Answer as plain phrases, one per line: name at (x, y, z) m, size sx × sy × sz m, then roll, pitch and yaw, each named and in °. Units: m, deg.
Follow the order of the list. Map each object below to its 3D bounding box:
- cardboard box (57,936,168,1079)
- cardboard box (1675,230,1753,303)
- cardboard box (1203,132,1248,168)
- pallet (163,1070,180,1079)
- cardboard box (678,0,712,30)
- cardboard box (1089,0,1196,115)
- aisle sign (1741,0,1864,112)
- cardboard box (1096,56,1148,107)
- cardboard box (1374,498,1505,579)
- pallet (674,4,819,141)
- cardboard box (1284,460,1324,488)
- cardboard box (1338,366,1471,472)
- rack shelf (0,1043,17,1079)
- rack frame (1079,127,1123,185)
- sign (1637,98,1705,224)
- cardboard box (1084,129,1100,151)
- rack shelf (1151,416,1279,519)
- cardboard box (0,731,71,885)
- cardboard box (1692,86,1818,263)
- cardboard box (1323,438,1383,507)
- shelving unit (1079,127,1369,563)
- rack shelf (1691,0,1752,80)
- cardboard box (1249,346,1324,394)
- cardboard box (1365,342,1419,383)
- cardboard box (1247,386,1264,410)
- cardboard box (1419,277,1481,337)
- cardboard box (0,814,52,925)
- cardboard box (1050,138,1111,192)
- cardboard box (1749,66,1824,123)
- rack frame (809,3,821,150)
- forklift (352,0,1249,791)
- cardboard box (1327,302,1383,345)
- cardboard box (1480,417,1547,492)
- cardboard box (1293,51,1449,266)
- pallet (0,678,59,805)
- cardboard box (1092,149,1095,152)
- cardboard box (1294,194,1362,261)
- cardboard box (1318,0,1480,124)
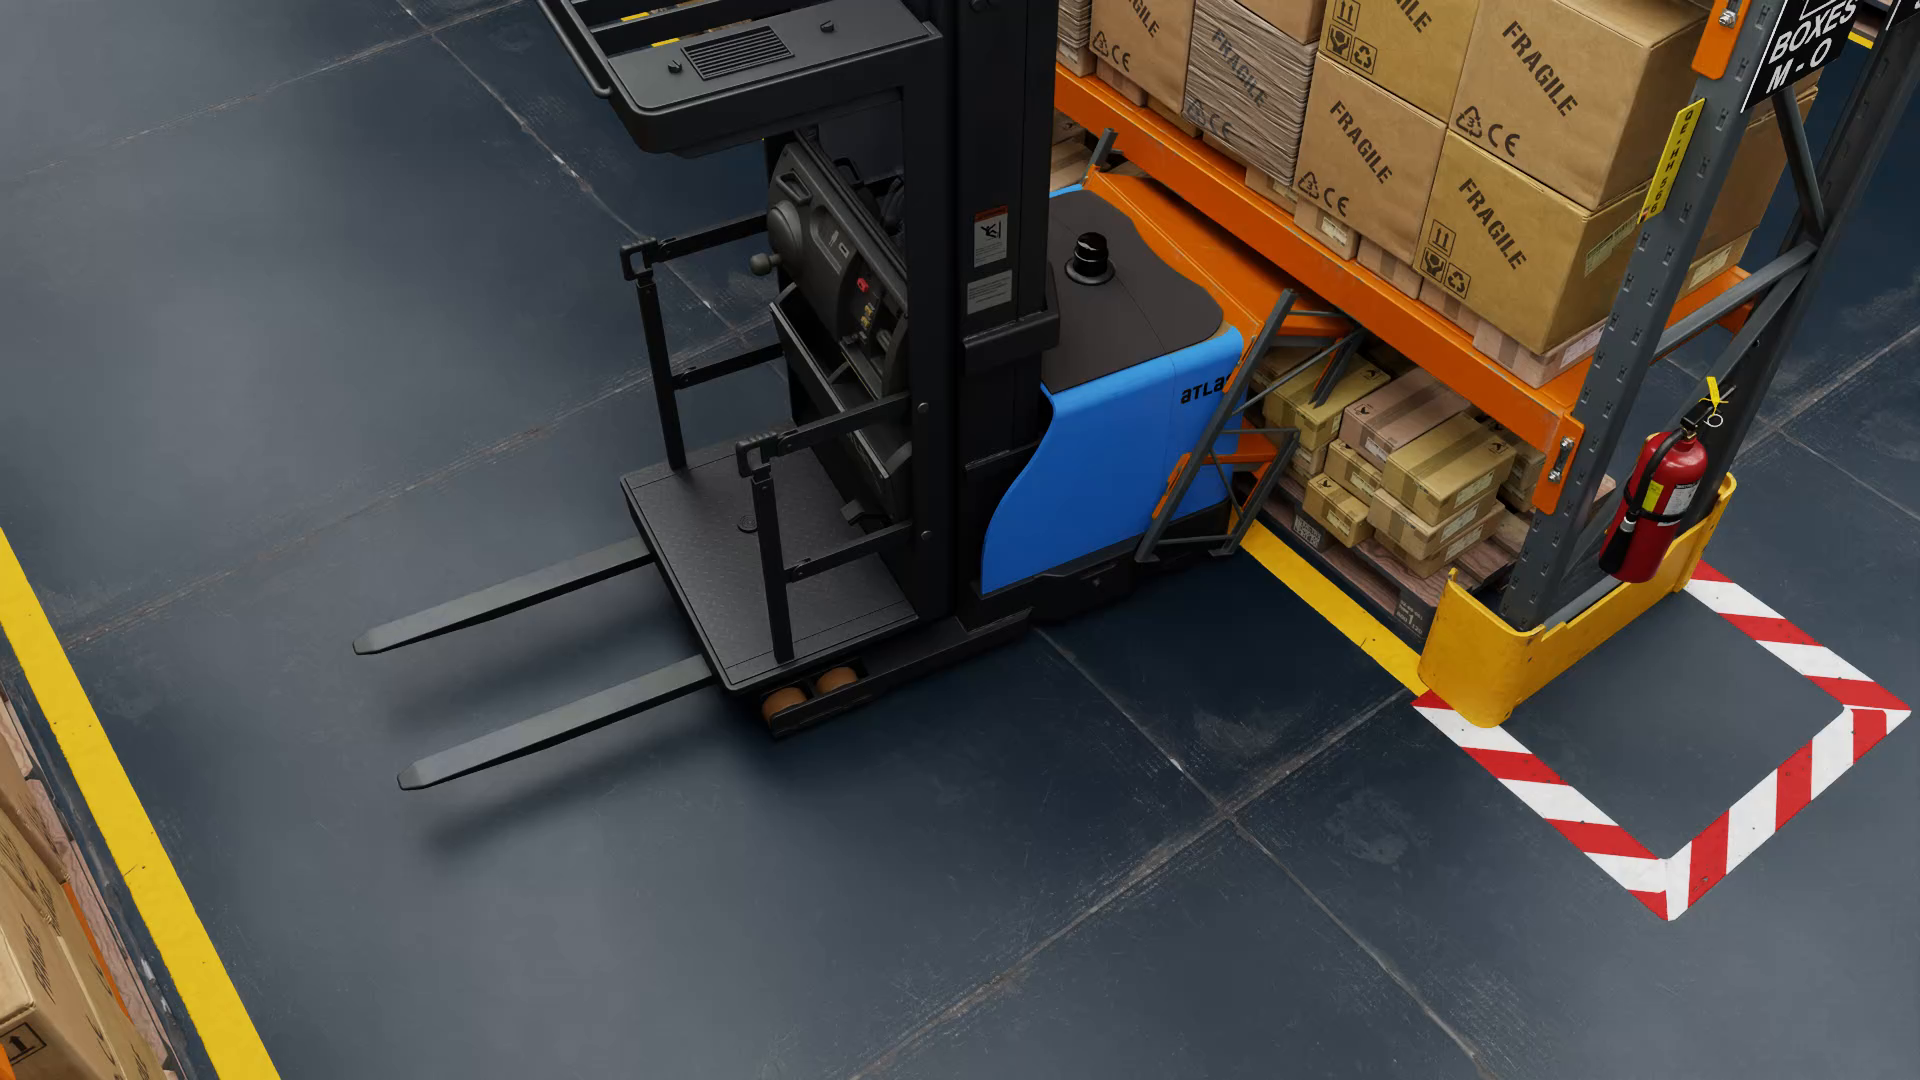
cardboard box at (-1.750, 1.170, 3.097) m, size 0.500 × 0.500 × 0.500 m, roll -30°, pitch 54°, yaw -24°
cardboard box at (2.256, -0.918, 5.227) m, size 0.380 × 0.149 × 0.250 m, roll -30°, pitch 54°, yaw -24°
cardboard box at (1.059, -1.444, 5.704) m, size 0.380 × 0.149 × 0.250 m, roll -32°, pitch 55°, yaw -25°
pallet at (-2.234, 2.116, 4.189) m, size 1.003 × 0.211 × 1.213 m, roll -29°, pitch 54°, yaw -24°
cardboard box at (-1.190, -2.950, 8.304) m, size 0.500 × 0.500 × 0.500 m, roll -31°, pitch 55°, yaw -25°
cardboard box at (0.798, -1.847, 5.631) m, size 0.500 × 0.500 × 0.500 m, roll -27°, pitch 53°, yaw -22°
aisle sign at (1.996, -1.360, 3.703) m, size 0.394 × 0.787 × 0.004 m, roll -29°, pitch 54°, yaw -24°
cardboard box at (0.715, -1.733, 5.966) m, size 0.380 × 0.149 × 0.250 m, roll -27°, pitch 53°, yaw -23°
cardboard box at (1.706, -0.065, 5.925) m, size 0.380 × 0.149 × 0.250 m, roll -29°, pitch 54°, yaw -23°
pallet at (-0.704, -2.545, 8.414) m, size 1.003 × 0.211 × 1.213 m, roll -29°, pitch 54°, yaw -24°
cardboard box at (1.379, -0.365, 6.197) m, size 0.380 × 0.149 × 0.250 m, roll -30°, pitch 54°, yaw -24°
cardboard box at (1.562, -0.420, 5.845) m, size 0.380 × 0.149 × 0.250 m, roll -28°, pitch 54°, yaw -23°
rack shelf at (-2.898, -0.329, 2.985) m, size 1.077 × 0.370 × 4.000 m, roll -29°, pitch 54°, yaw -24°
rack frame at (0.503, -1.026, 6.291) m, size 0.500 × 1.125 × 0.032 m, roll -4°, pitch 43°, yaw -39°
sign at (1.737, -0.922, 4.066) m, size 0.100 × 0.325 × 0.005 m, roll -29°, pitch 54°, yaw -24°
cardboard box at (0.629, -1.849, 7.141) m, size 0.380 × 0.149 × 0.250 m, roll -28°, pitch 54°, yaw -23°
rack shelf at (0.670, -0.512, 6.129) m, size 0.538 × 0.278 × 1.000 m, roll -4°, pitch 43°, yaw -39°
cardboard box at (-2.372, 0.577, 3.635) m, size 0.500 × 0.500 × 0.500 m, roll -30°, pitch 54°, yaw -24°
cardboard box at (2.139, -1.186, 5.033) m, size 0.500 × 0.500 × 0.500 m, roll -27°, pitch 53°, yaw -22°
cardboard box at (1.529, -0.309, 5.946) m, size 0.380 × 0.149 × 0.250 m, roll -31°, pitch 55°, yaw -25°
shelving unit at (0.761, -0.698, 6.000) m, size 0.538 × 1.125 × 1.048 m, roll -4°, pitch 43°, yaw -39°
rack shelf at (0.980, -2.609, 5.052) m, size 1.077 × 0.370 × 4.000 m, roll -29°, pitch 54°, yaw -24°
cardboard box at (1.198, -0.697, 6.096) m, size 0.380 × 0.149 × 0.250 m, roll -31°, pitch 55°, yaw -25°
cardboard box at (1.739, -0.663, 6.267) m, size 0.380 × 0.149 × 0.250 m, roll -29°, pitch 54°, yaw -24°
cardboard box at (1.247, -0.641, 6.247) m, size 0.380 × 0.149 × 0.250 m, roll -30°, pitch 54°, yaw -24°
cardboard box at (1.648, -0.809, 5.128) m, size 0.380 × 0.149 × 0.250 m, roll -29°, pitch 54°, yaw -24°
cardboard box at (-2.070, 0.534, 2.999) m, size 0.500 × 0.500 × 0.500 m, roll -31°, pitch 55°, yaw -25°
cardboard box at (0.390, -1.464, 6.792) m, size 0.380 × 0.149 × 0.250 m, roll -28°, pitch 54°, yaw -23°
cardboard box at (2.130, -1.517, 4.658) m, size 0.500 × 0.500 × 0.500 m, roll -30°, pitch 54°, yaw -24°
rack frame at (-0.231, -3.023, 6.966) m, size 1.000 × 3.000 × 0.127 m, roll -29°, pitch 54°, yaw -24°
forklift at (-0.559, -0.775, 4.974) m, size 3.031 × 2.935 × 1.130 m, roll -21°, pitch 51°, yaw -18°
cardboard box at (1.615, -0.933, 6.310) m, size 0.380 × 0.149 × 0.250 m, roll -32°, pitch 55°, yaw -26°
cardboard box at (2.078, -0.372, 6.002) m, size 0.380 × 0.149 × 0.250 m, roll -27°, pitch 53°, yaw -23°
cardboard box at (1.406, -1.253, 5.093) m, size 0.500 × 0.500 × 0.500 m, roll -30°, pitch 55°, yaw -25°
pallet at (-3.711, 0.677, 5.493) m, size 1.003 × 0.211 × 1.213 m, roll -29°, pitch 54°, yaw -24°
cardboard box at (0.637, -1.767, 7.267) m, size 0.380 × 0.149 × 0.250 m, roll -29°, pitch 54°, yaw -24°
cardboard box at (1.311, -1.090, 5.383) m, size 0.380 × 0.149 × 0.250 m, roll -28°, pitch 54°, yaw -23°
cardboard box at (1.409, -1.591, 4.724) m, size 0.500 × 0.500 × 0.500 m, roll -31°, pitch 55°, yaw -25°
